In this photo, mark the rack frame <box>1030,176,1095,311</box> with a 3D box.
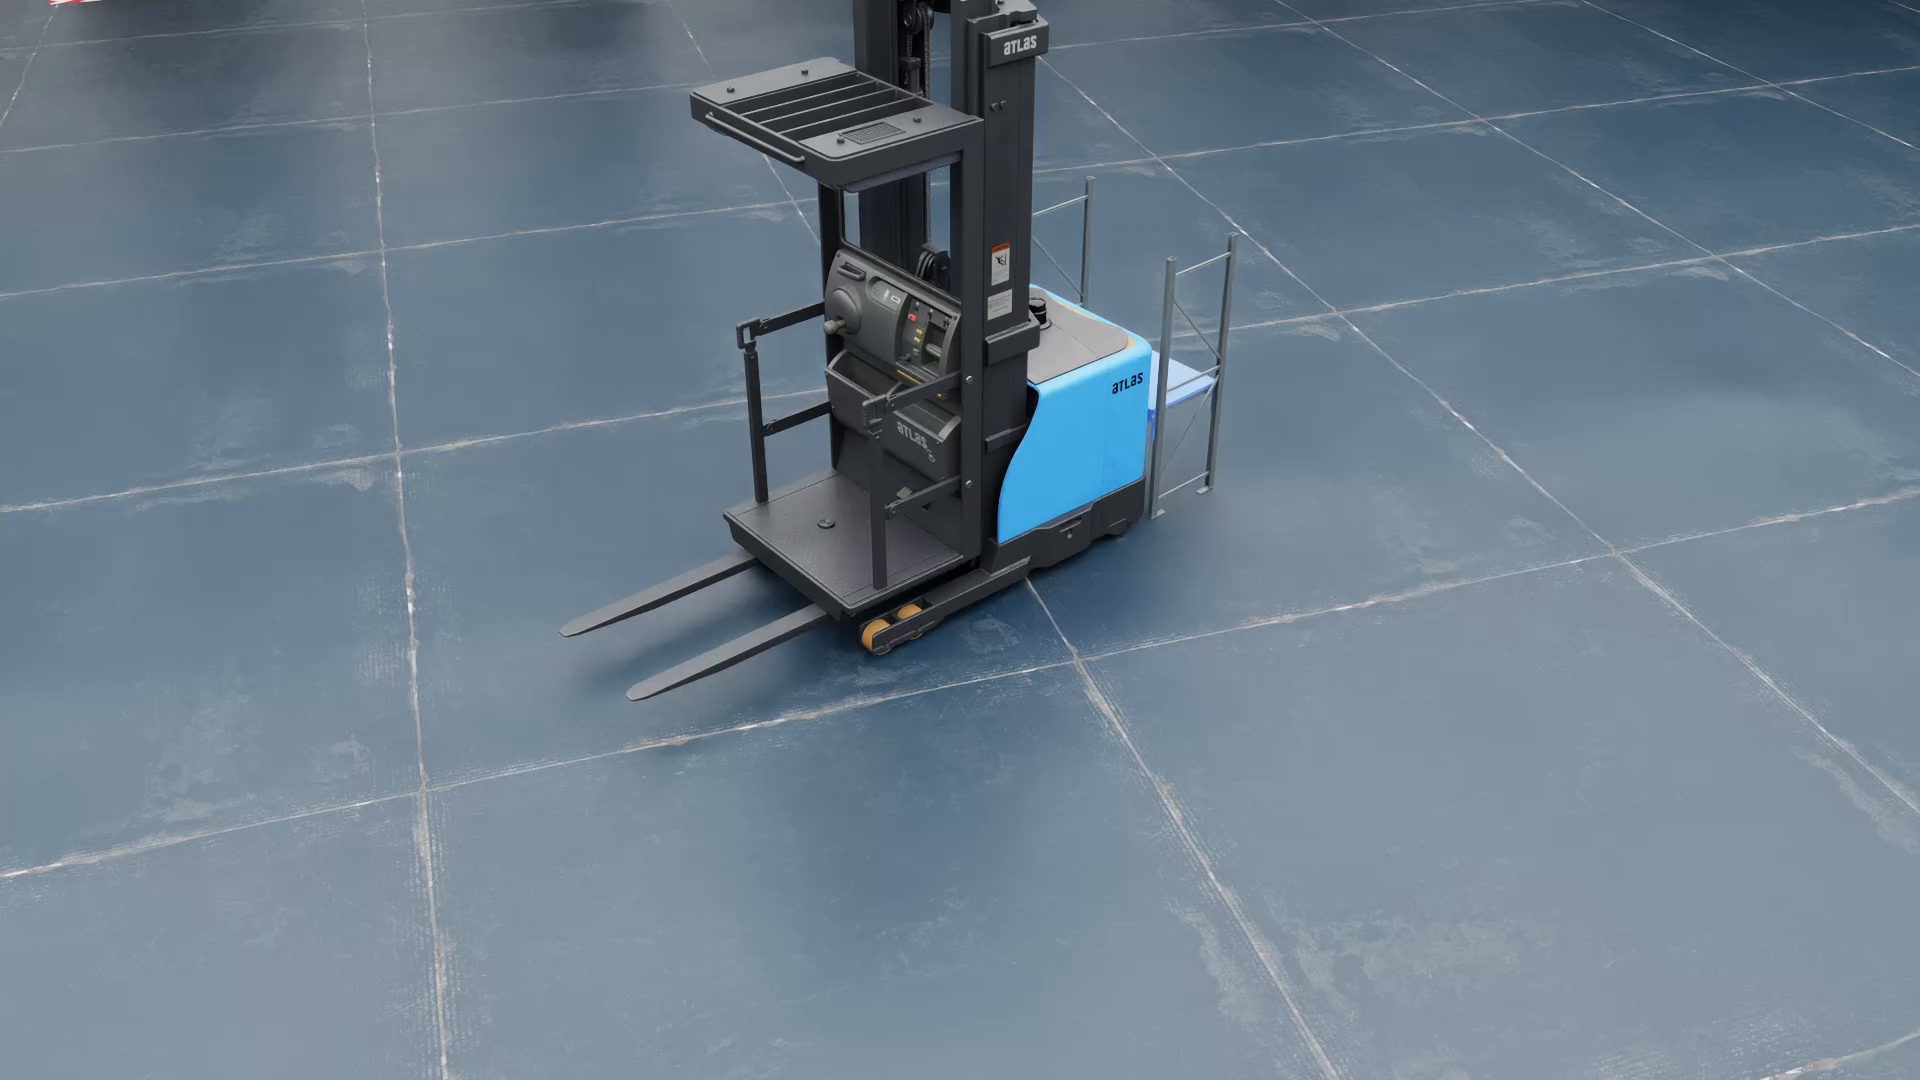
[{"bbox_3d":[0.531,-1.250,9.281,0.500,1.500,0.032,-26,41,-33],"label":"rack frame"}]

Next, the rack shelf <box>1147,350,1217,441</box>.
[{"bbox_3d":[0.867,-0.890,9.062,0.538,0.185,1.000,-26,41,-33],"label":"rack shelf"}]

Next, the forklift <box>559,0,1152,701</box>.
[{"bbox_3d":[-0.482,-1.004,7.611,3.031,2.935,1.130,-24,41,-32],"label":"forklift"}]

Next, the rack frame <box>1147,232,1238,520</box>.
[{"bbox_3d":[1.203,-0.830,8.645,0.500,1.500,0.032,-26,41,-33],"label":"rack frame"}]

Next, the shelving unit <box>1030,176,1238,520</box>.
[{"bbox_3d":[0.867,-1.040,8.963,0.538,1.500,1.048,-26,41,-33],"label":"shelving unit"}]
